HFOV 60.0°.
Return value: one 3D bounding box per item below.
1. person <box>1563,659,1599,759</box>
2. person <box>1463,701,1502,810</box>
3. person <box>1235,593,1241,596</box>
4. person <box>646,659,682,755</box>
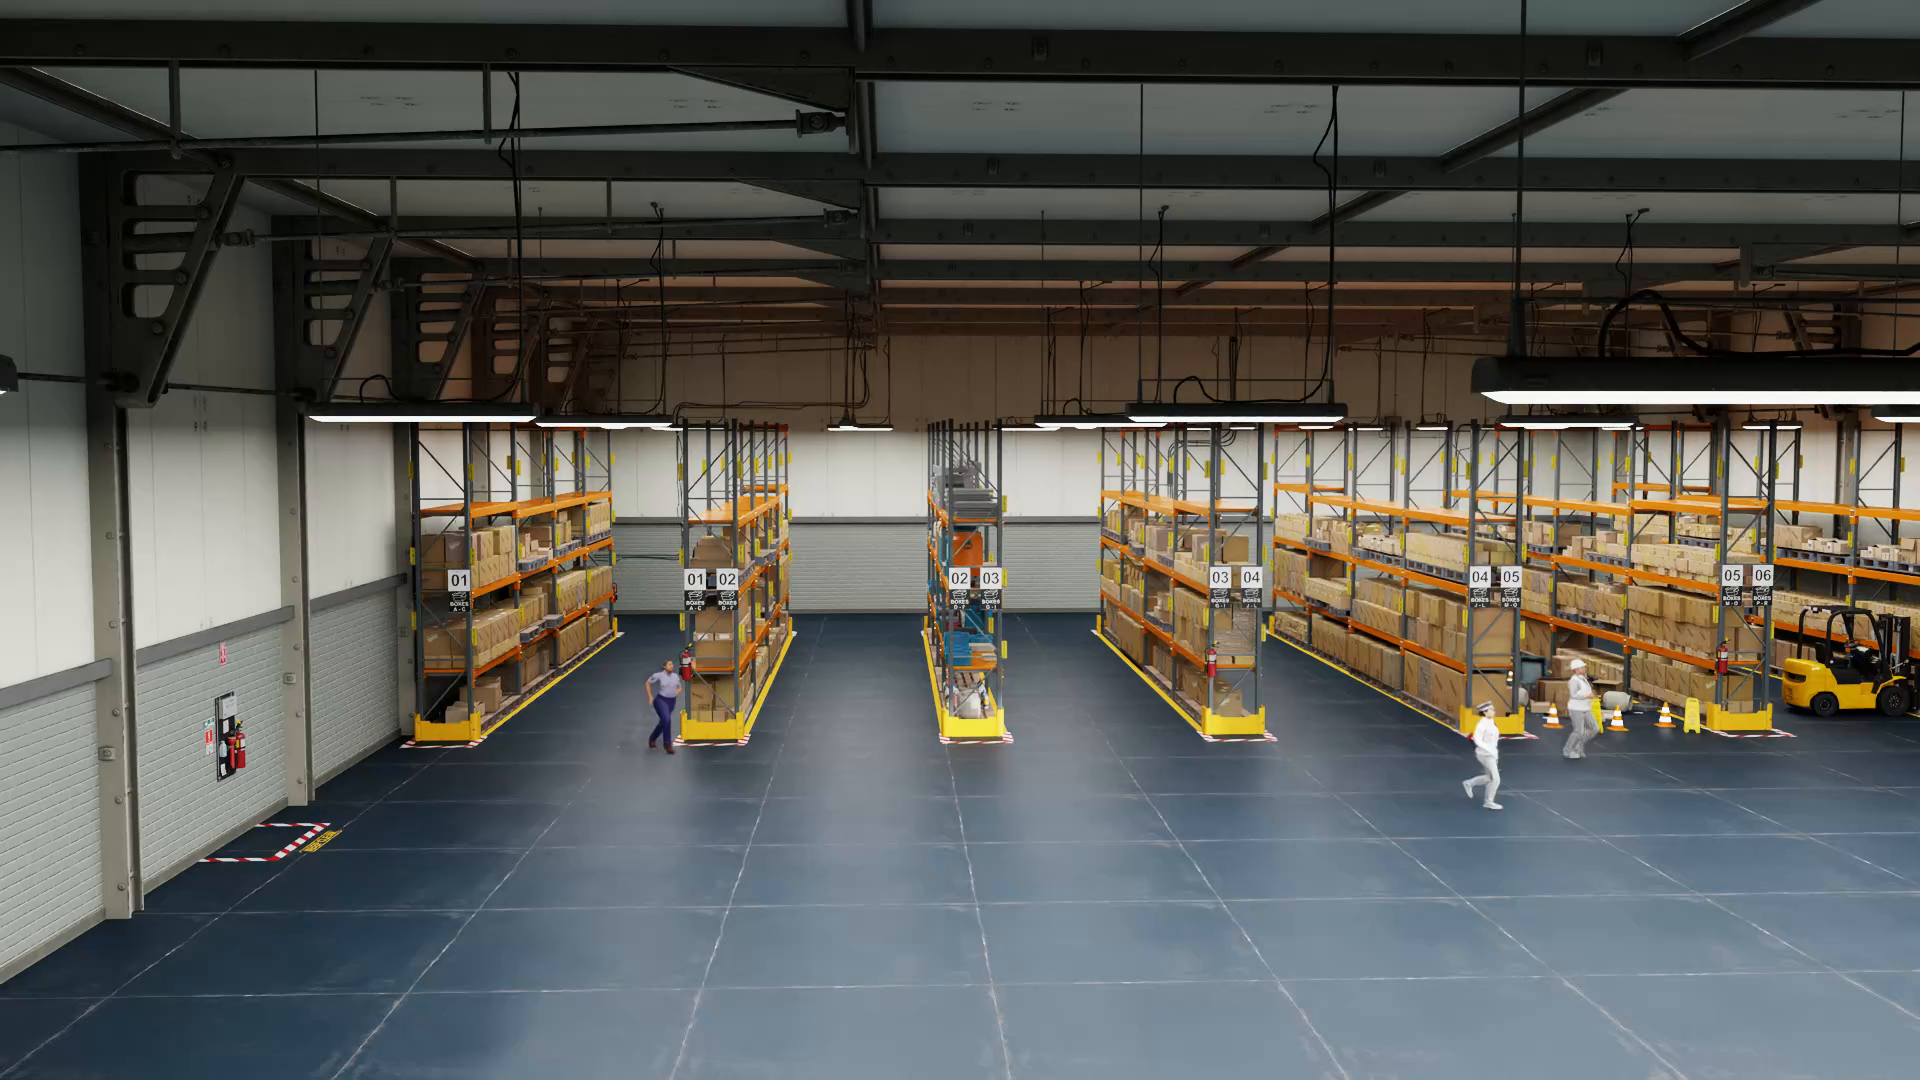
[{"bbox_3d":[10.928,2.979,29.169,0.647,1.768,0.642,4,5,44],"label":"person"},{"bbox_3d":[7.984,3.265,25.404,0.623,1.652,0.642,2,4,31],"label":"person"},{"bbox_3d":[7.826,1.779,48.369,0.608,1.728,0.962,-2,4,-33],"label":"person"},{"bbox_3d":[-5.279,2.997,30.025,0.837,1.609,0.608,3,5,43],"label":"person"}]
